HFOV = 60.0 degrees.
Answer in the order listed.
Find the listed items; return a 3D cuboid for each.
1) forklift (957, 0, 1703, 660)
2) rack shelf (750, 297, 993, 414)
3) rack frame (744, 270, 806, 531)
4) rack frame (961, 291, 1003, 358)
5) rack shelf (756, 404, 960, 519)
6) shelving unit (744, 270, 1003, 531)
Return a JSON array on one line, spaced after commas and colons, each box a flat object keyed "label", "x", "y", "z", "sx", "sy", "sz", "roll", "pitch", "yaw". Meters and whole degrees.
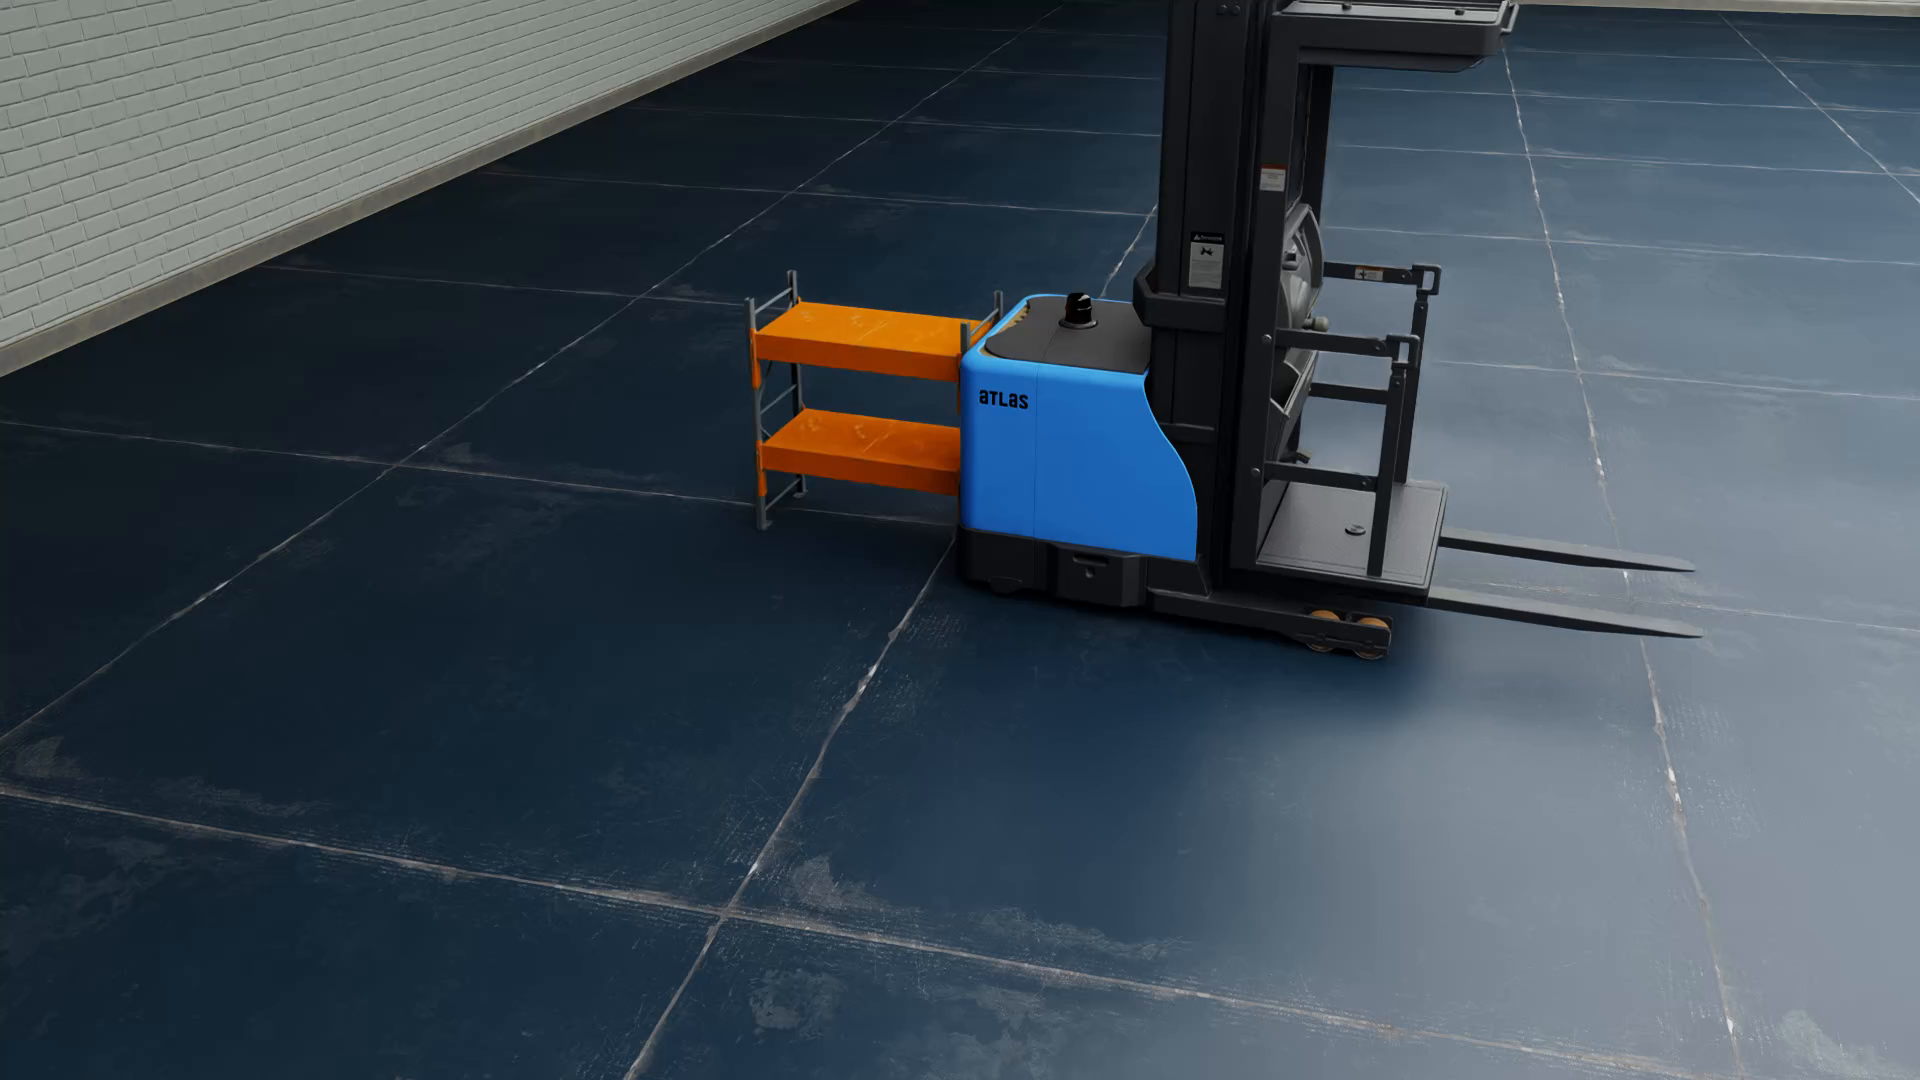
[{"label": "forklift", "x": 1.561, "y": -1.097, "z": 6.645, "sx": 3.031, "sy": 2.935, "sz": 1.130, "roll": 8, "pitch": 27, "yaw": 17}, {"label": "rack shelf", "x": -0.382, "y": -0.848, "z": 7.542, "sx": 1.000, "sy": 0.278, "sz": 0.538, "roll": 8, "pitch": 27, "yaw": 17}, {"label": "rack frame", "x": -0.862, "y": -0.656, "z": 7.819, "sx": 0.032, "sy": 1.125, "sz": 0.500, "roll": 8, "pitch": 27, "yaw": 17}, {"label": "rack frame", "x": 0.098, "y": -0.512, "z": 7.518, "sx": 0.032, "sy": 1.125, "sz": 0.500, "roll": 8, "pitch": 27, "yaw": 17}, {"label": "rack shelf", "x": -0.382, "y": -0.363, "z": 7.773, "sx": 1.000, "sy": 0.278, "sz": 0.538, "roll": 8, "pitch": 27, "yaw": 17}, {"label": "shelving unit", "x": -0.382, "y": -0.584, "z": 7.668, "sx": 1.048, "sy": 1.125, "sz": 0.538, "roll": 8, "pitch": 27, "yaw": 17}]
